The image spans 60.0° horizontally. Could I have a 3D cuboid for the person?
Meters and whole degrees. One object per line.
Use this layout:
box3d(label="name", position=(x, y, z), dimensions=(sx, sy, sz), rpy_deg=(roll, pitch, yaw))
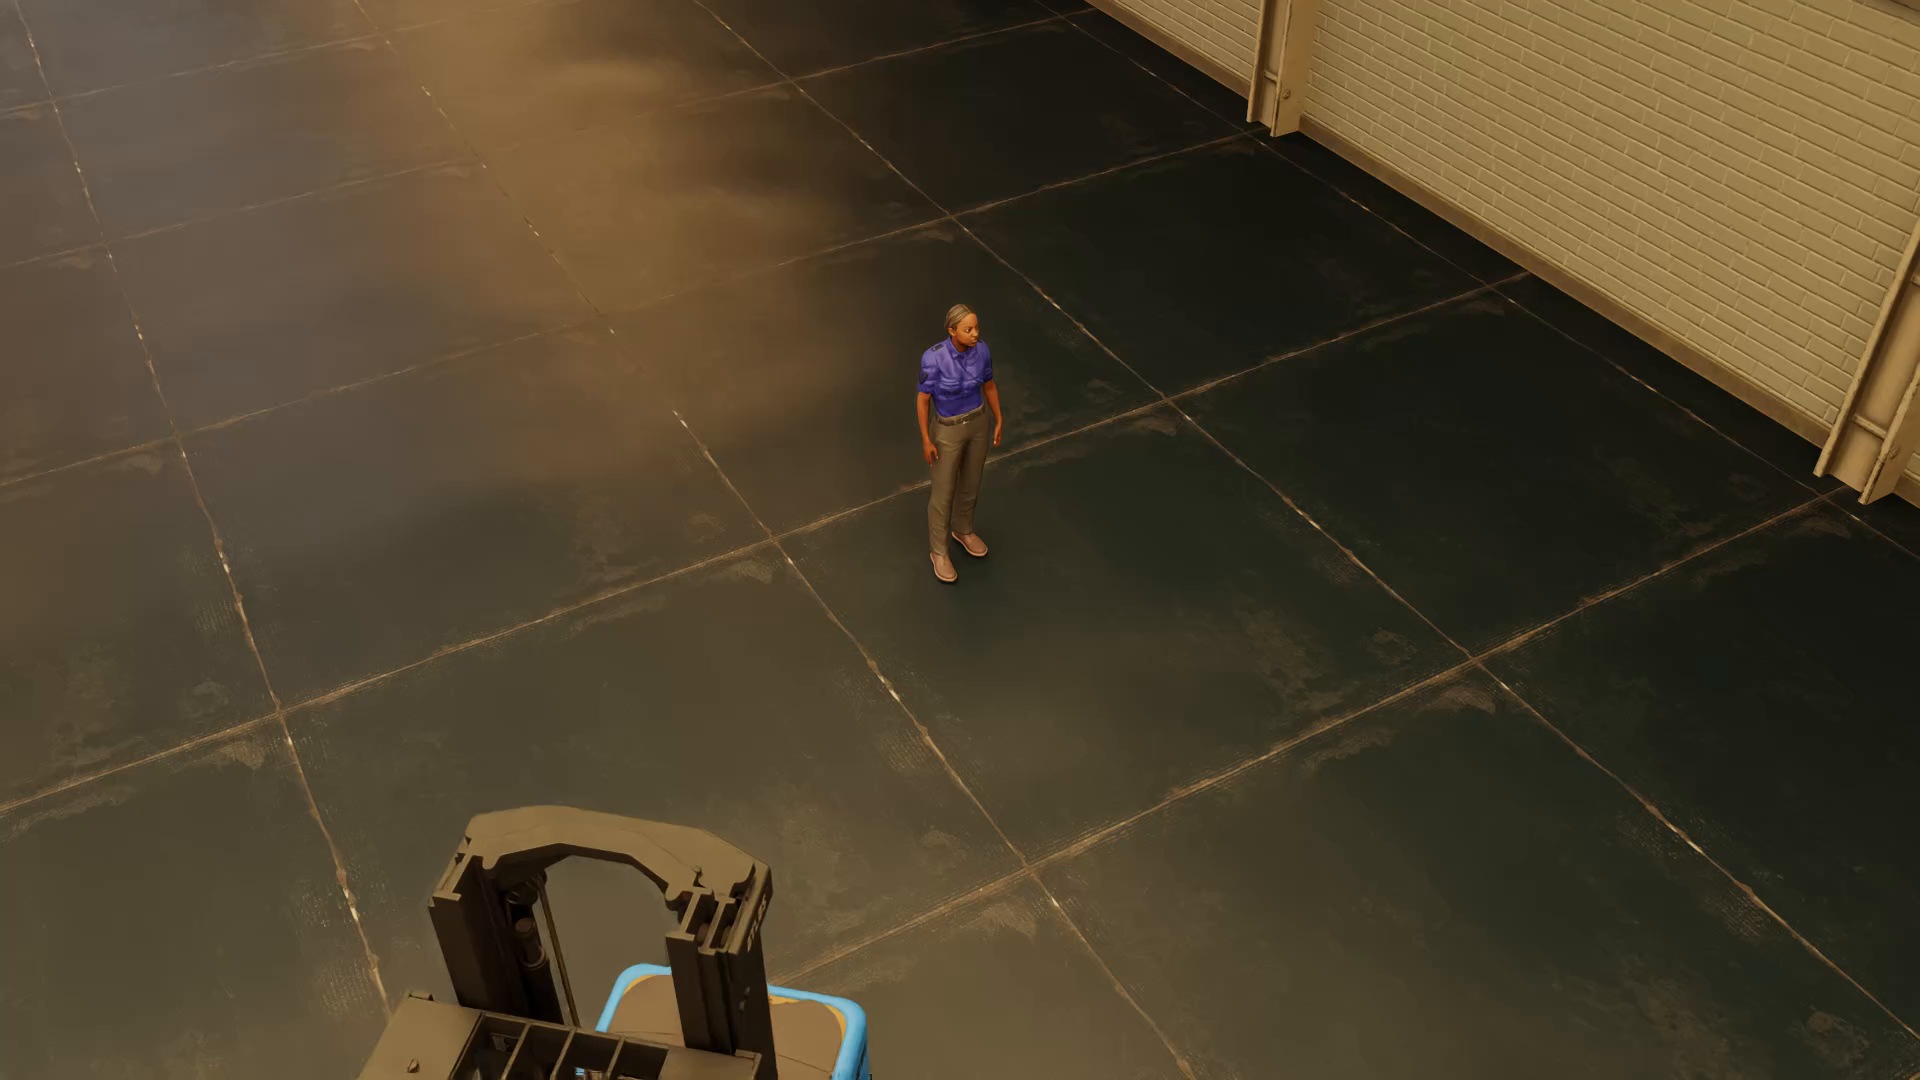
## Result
box3d(label="person", position=(0.027, -0.587, 9.733), dimensions=(0.569, 1.654, 0.504), rpy_deg=(-20, 44, -23))

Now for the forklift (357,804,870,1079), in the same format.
box3d(label="forklift", position=(-1.148, 2.360, 5.191), dimensions=(1.130, 2.935, 3.031), rpy_deg=(7, 40, 9))
